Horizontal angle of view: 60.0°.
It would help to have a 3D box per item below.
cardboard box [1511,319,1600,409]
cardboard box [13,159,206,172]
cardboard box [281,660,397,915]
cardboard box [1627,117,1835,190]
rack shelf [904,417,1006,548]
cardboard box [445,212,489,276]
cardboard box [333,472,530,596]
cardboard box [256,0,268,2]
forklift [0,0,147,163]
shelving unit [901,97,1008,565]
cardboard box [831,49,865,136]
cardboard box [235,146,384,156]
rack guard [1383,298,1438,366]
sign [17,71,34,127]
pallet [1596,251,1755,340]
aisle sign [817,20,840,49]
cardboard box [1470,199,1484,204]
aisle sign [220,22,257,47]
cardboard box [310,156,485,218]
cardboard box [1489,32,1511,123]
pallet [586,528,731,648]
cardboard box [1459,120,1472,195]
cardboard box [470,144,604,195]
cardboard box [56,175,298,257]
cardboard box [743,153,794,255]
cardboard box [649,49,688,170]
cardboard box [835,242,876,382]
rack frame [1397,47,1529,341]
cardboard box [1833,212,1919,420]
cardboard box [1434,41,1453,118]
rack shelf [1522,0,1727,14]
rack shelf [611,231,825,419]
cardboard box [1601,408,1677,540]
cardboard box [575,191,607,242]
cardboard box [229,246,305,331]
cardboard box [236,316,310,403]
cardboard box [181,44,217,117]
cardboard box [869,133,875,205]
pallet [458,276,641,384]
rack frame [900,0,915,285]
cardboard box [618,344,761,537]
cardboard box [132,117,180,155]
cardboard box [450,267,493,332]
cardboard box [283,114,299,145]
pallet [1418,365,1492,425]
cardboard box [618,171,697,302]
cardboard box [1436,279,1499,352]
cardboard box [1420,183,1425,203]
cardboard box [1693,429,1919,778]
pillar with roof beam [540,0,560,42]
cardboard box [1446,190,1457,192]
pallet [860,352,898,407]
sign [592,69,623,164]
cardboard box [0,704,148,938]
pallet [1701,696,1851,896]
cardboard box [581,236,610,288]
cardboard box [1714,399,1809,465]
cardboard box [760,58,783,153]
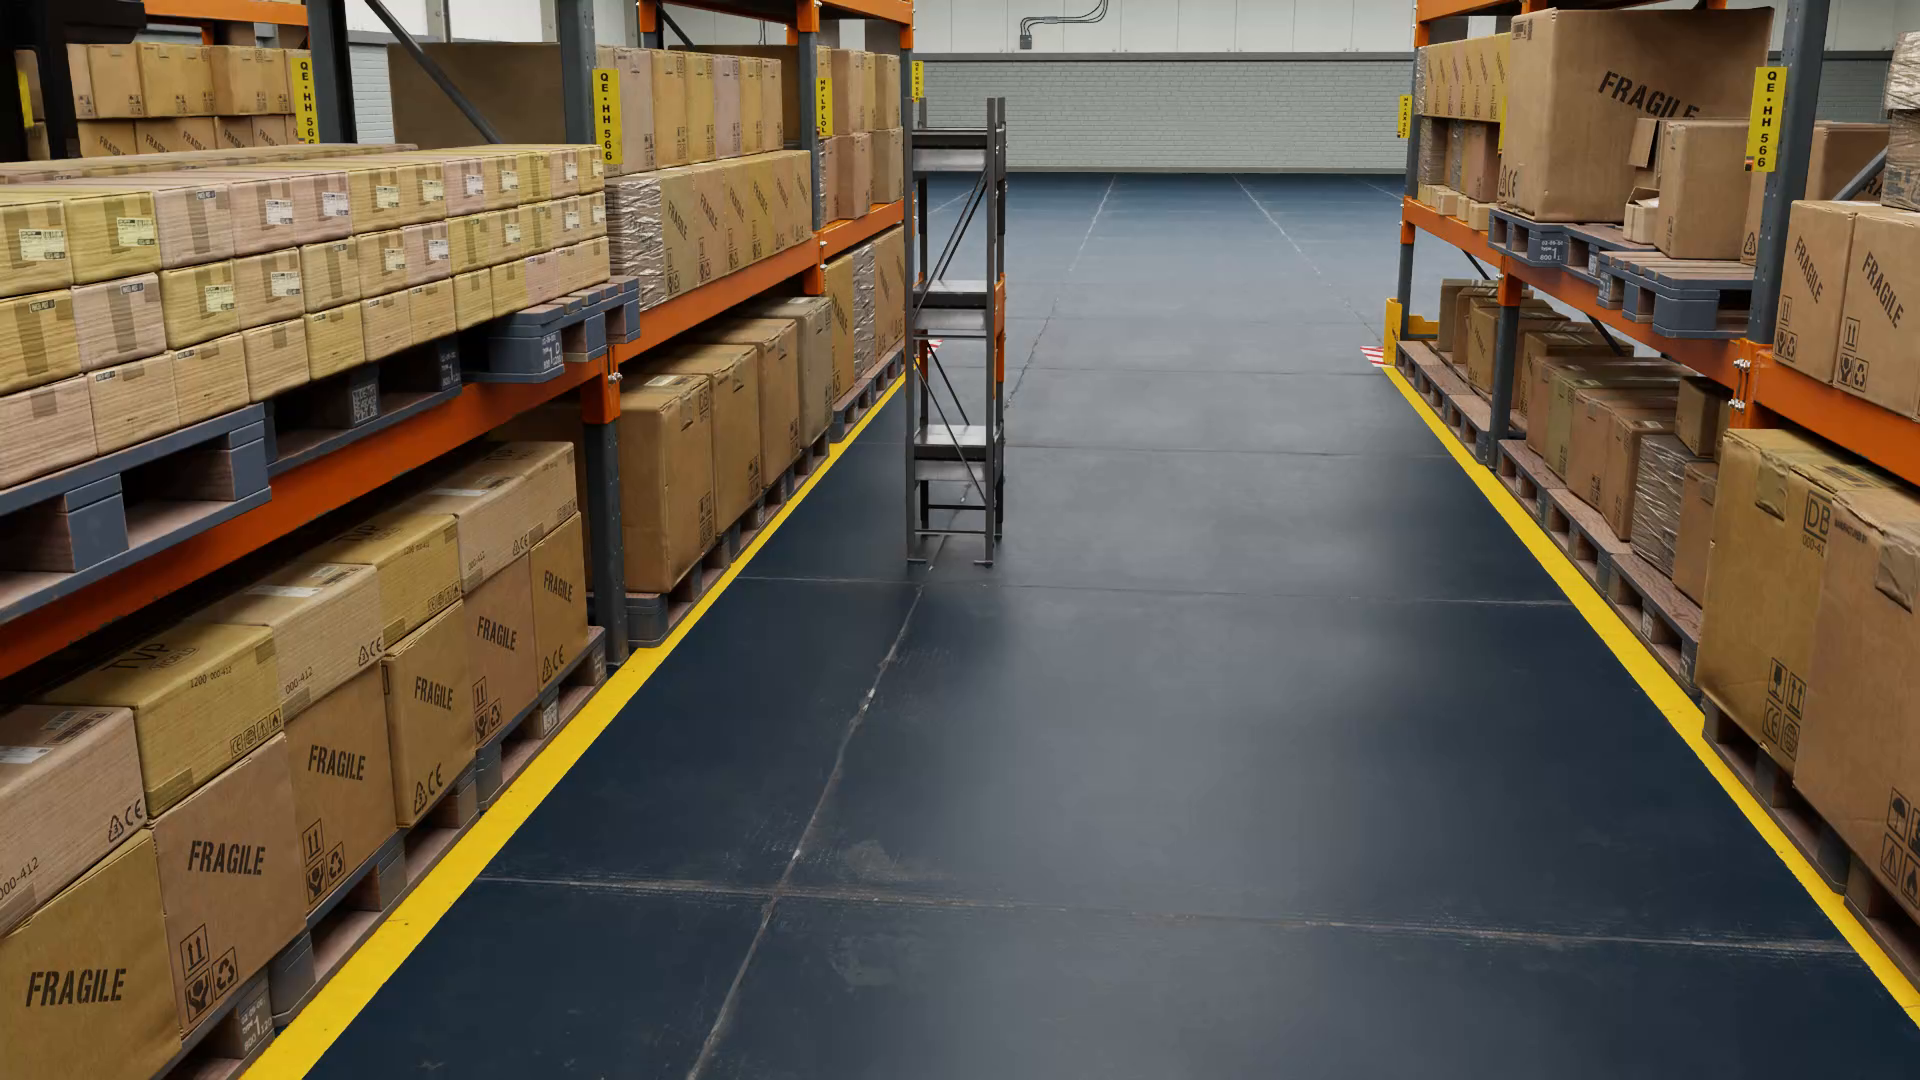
[{"bbox_3d":[3.723,-1.099,10.465,0.500,0.500,0.500,7,17,24],"label":"cardboard box"},{"bbox_3d":[-2.179,-0.900,4.282,0.380,0.149,0.250,2,15,8],"label":"cardboard box"},{"bbox_3d":[-1.788,0.597,4.191,0.500,0.500,0.500,2,15,7],"label":"cardboard box"},{"bbox_3d":[3.477,-1.652,7.523,0.797,0.503,0.637,3,15,12],"label":"cardboard box"},{"bbox_3d":[-0.019,-0.282,7.915,0.431,0.518,0.480,2,15,6],"label":"rack shelf"},{"bbox_3d":[-1.506,-0.803,4.493,0.380,0.149,0.250,2,15,6],"label":"cardboard box"},{"bbox_3d":[-1.650,-0.028,5.068,0.500,0.250,0.500,2,15,7],"label":"cardboard box"},{"bbox_3d":[-5.636,-4.274,12.955,0.380,0.149,0.250,2,15,8],"label":"cardboard box"},{"bbox_3d":[-3.998,-1.174,6.888,1.130,2.935,3.031,1,15,2],"label":"forklift"},{"bbox_3d":[-0.019,-0.971,7.729,0.431,2.100,0.503,2,15,6],"label":"shelving unit"},{"bbox_3d":[-1.116,-2.995,11.134,0.875,0.550,0.550,2,15,6],"label":"cardboard box"},{"bbox_3d":[-2.060,-1.171,5.285,0.380,0.149,0.250,1,15,5],"label":"cardboard box"},{"bbox_3d":[4.023,-1.663,13.354,1.175,0.500,0.348,2,15,6],"label":"rack guard"},{"bbox_3d":[-5.714,-2.687,10.136,0.100,0.325,0.005,2,15,6],"label":"sign"},{"bbox_3d":[3.104,-0.910,6.148,1.213,0.211,1.003,2,15,6],"label":"pallet"},{"bbox_3d":[-1.175,-4.344,13.499,0.394,0.787,0.004,2,15,6],"label":"aisle sign"},{"bbox_3d":[3.503,-2.118,10.729,0.380,0.149,0.250,2,15,6],"label":"cardboard box"},{"bbox_3d":[-6.116,-4.461,13.934,0.394,0.787,0.004,2,15,6],"label":"aisle sign"},{"bbox_3d":[-1.507,-0.950,4.466,0.380,0.149,0.250,2,15,6],"label":"cardboard box"},{"bbox_3d":[3.358,-2.651,9.543,0.500,0.500,0.500,2,15,6],"label":"cardboard box"},{"bbox_3d":[-1.624,0.157,7.177,1.003,0.211,1.213,2,15,6],"label":"pallet"},{"bbox_3d":[3.838,-2.548,11.079,0.875,0.500,0.500,2,15,6],"label":"cardboard box"},{"bbox_3d":[-1.387,-1.215,5.445,0.380,0.149,0.250,1,15,4],"label":"cardboard box"},{"bbox_3d":[-1.622,-0.677,3.455,0.380,0.149,0.250,2,15,6],"label":"cardboard box"},{"bbox_3d":[-1.187,-1.798,8.874,0.500,0.500,0.500,2,15,6],"label":"cardboard box"},{"bbox_3d":[-1.616,-1.898,7.328,0.700,0.500,0.500,1,15,5],"label":"cardboard box"},{"bbox_3d":[-1.098,-1.596,11.585,0.875,0.875,0.875,2,15,7],"label":"cardboard box"},{"bbox_3d":[4.032,-2.889,13.101,1.000,3.000,0.127,2,15,6],"label":"rack frame"},{"bbox_3d":[2.748,-0.611,4.483,0.500,0.500,0.500,1,15,5],"label":"cardboard box"},{"bbox_3d":[3.581,-3.170,11.462,0.500,0.500,0.500,2,15,6],"label":"cardboard box"},{"bbox_3d":[3.355,-2.434,7.048,1.077,0.370,4.000,2,15,6],"label":"rack shelf"},{"bbox_3d":[-1.562,-1.158,8.077,1.077,0.370,4.000,2,15,6],"label":"rack shelf"},{"bbox_3d":[3.292,-0.286,7.419,0.700,0.500,0.500,3,15,11],"label":"cardboard box"},{"bbox_3d":[-1.391,-1.070,5.480,0.380,0.149,0.250,2,15,7],"label":"cardboard box"},{"bbox_3d":[-1.625,-0.535,3.500,0.380,0.149,0.250,2,15,9],"label":"cardboard box"},{"bbox_3d":[-1.622,-0.387,3.525,0.380,0.149,0.250,1,15,4],"label":"cardboard box"},{"bbox_3d":[-5.870,-3.325,12.036,0.700,0.500,0.500,2,15,6],"label":"cardboard box"},{"bbox_3d":[-1.110,-2.752,12.304,0.875,0.550,0.550,2,15,6],"label":"cardboard box"},{"bbox_3d":[-1.762,-0.706,5.395,1.213,0.211,1.003,2,15,6],"label":"pallet"},{"bbox_3d":[-0.885,-3.062,13.738,1.000,3.000,0.127,2,15,6],"label":"rack frame"},{"bbox_3d":[-1.534,-0.486,7.717,1.050,0.750,0.750,2,15,7],"label":"cardboard box"},{"bbox_3d":[-5.836,-2.702,11.648,0.500,0.500,0.500,2,15,6],"label":"cardboard box"},{"bbox_3d":[-1.506,-0.661,4.538,0.380,0.149,0.250,1,15,4],"label":"cardboard box"},{"bbox_3d":[-5.602,-3.224,13.578,0.500,0.500,0.500,1,15,5],"label":"cardboard box"},{"bbox_3d":[3.756,-0.998,11.450,1.003,0.211,1.213,2,15,6],"label":"pallet"},{"bbox_3d":[-1.414,-1.275,6.941,0.500,0.500,0.500,2,15,6],"label":"cardboard box"},{"bbox_3d":[3.945,-1.724,12.775,0.500,0.500,0.500,5,16,17],"label":"cardboard box"},{"bbox_3d":[3.716,-2.637,12.649,0.380,0.149,0.250,2,15,6],"label":"cardboard box"},{"bbox_3d":[3.031,0.187,4.990,1.225,0.875,0.875,1,15,4],"label":"cardboard box"},{"bbox_3d":[-4.736,-12.166,35.916,9.100,9.000,0.400,2,15,6],"label":"pillar with roof beam"},{"bbox_3d":[3.629,-2.377,11.687,0.380,0.149,0.250,2,15,6],"label":"cardboard box"},{"bbox_3d":[-1.038,-1.190,12.160,1.003,0.211,1.213,2,15,6],"label":"pallet"},{"bbox_3d":[-1.247,-1.494,5.874,0.100,0.325,0.005,2,15,6],"label":"sign"},{"bbox_3d":[-1.893,0.509,3.082,0.500,0.250,0.500,1,15,4],"label":"cardboard box"},{"bbox_3d":[2.965,0.734,5.044,1.003,0.211,1.213,2,15,6],"label":"pallet"},{"bbox_3d":[-1.387,-0.927,5.519,0.380,0.149,0.250,2,15,7],"label":"cardboard box"},{"bbox_3d":[3.175,-0.357,6.244,0.500,0.250,0.500,2,15,9],"label":"cardboard box"},{"bbox_3d":[-1.386,-2.426,9.281,0.700,0.500,0.500,1,15,5],"label":"cardboard box"}]
